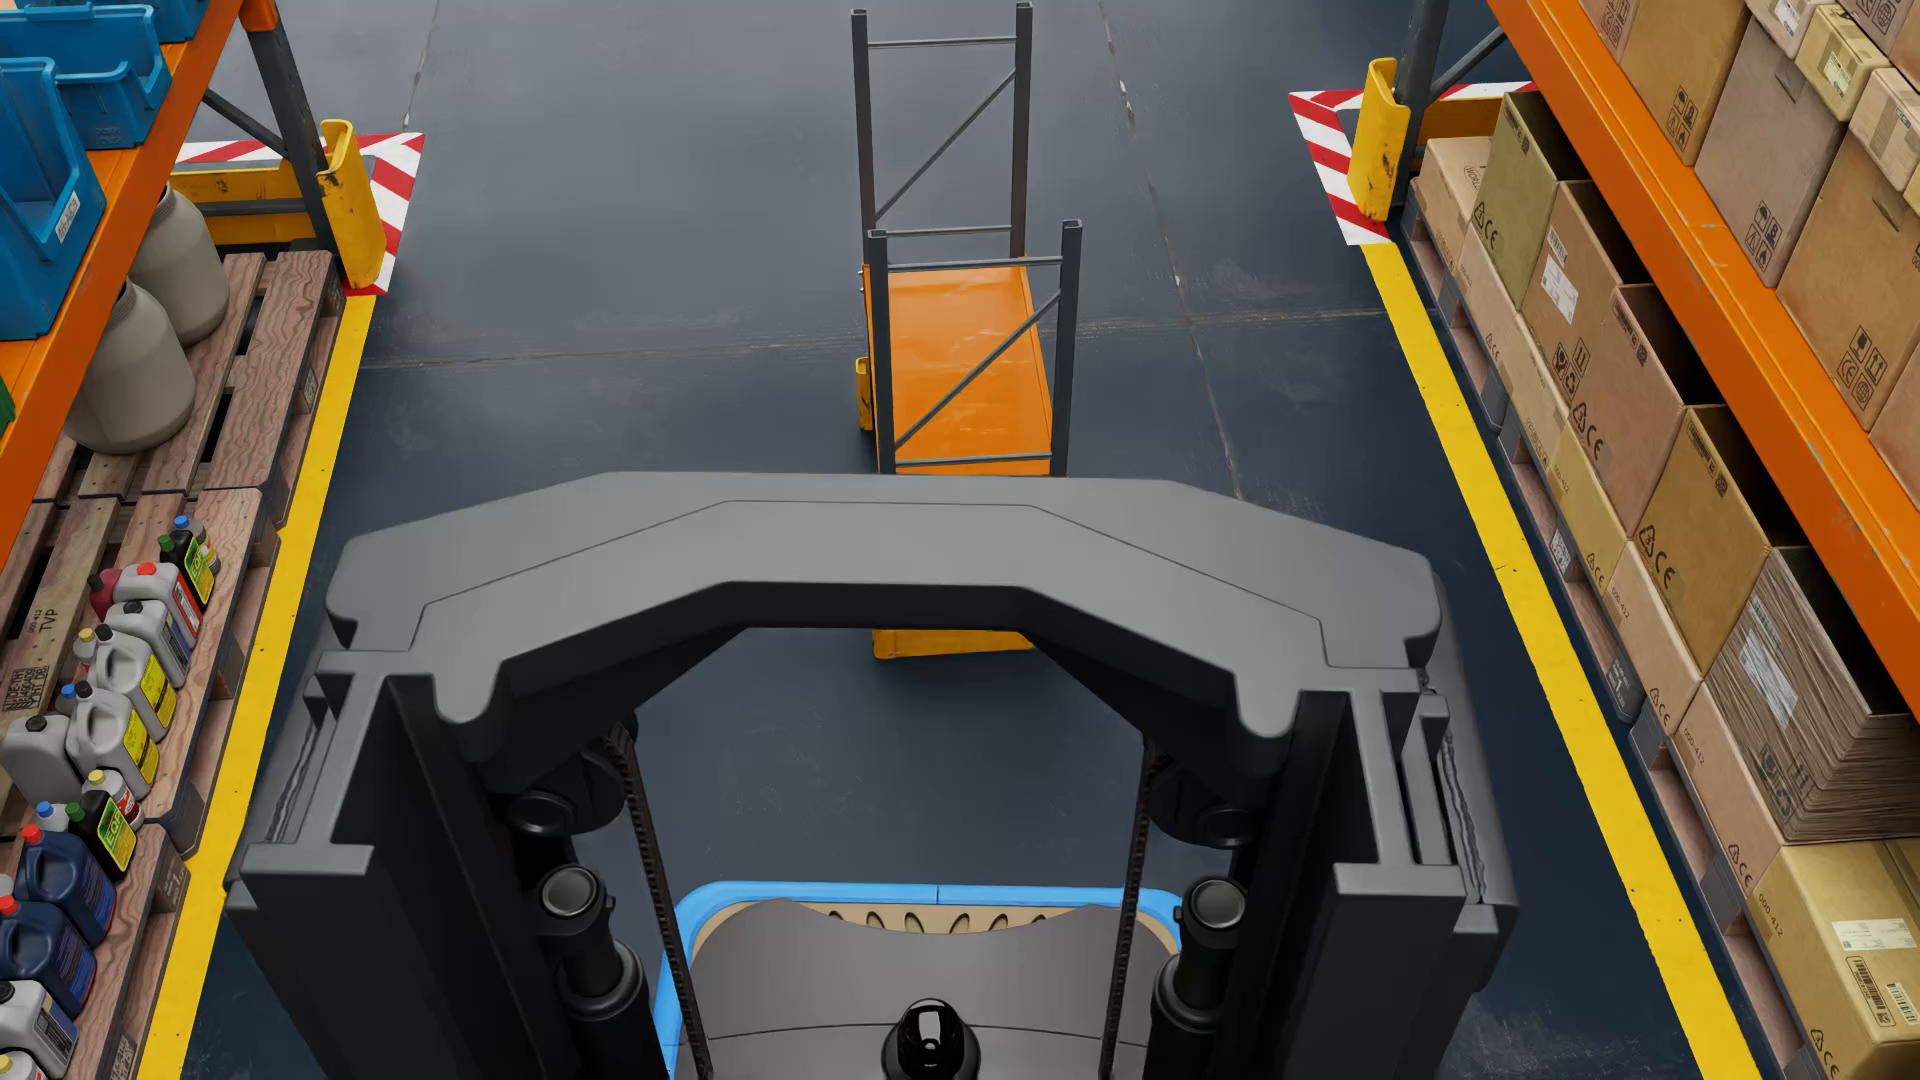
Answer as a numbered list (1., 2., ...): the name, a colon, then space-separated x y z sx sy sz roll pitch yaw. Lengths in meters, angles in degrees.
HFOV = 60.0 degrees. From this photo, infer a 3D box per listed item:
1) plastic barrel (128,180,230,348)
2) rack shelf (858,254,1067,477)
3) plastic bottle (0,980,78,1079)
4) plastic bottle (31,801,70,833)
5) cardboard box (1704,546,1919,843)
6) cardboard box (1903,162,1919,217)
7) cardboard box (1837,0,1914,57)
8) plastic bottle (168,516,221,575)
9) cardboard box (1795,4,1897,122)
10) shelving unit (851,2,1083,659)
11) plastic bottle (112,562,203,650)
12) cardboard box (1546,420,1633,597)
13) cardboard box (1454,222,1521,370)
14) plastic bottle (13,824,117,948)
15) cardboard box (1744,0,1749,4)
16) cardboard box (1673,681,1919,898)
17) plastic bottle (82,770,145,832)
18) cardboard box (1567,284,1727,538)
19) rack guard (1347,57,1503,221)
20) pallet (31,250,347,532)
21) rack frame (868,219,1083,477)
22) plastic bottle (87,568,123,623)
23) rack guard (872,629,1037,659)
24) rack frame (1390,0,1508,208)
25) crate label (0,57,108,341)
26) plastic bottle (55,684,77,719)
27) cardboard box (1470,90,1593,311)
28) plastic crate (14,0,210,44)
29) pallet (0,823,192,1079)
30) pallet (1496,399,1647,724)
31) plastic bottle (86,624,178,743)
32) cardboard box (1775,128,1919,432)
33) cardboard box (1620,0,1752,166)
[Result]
1. plastic barrel: -2.674 -0.919 5.478 0.421 0.512 0.421 0 47 0
2. rack shelf: -0.007 -0.454 4.895 0.538 0.185 1.000 -3 47 -3
3. plastic bottle: -2.115 1.089 3.726 0.152 0.276 0.135 -2 47 -2
4. plastic bottle: -2.190 0.730 4.069 0.097 0.271 0.097 0 47 0
5. cardboard box: 2.179 0.353 3.938 0.500 0.500 0.500 -3 47 -3
6. cardboard box: 2.146 -0.683 3.315 0.380 0.149 0.250 -4 47 -3
7. cardboard box: 2.296 -1.396 3.544 0.700 0.500 0.500 -3 47 -3
8. plastic bottle: -2.215 0.012 4.797 0.097 0.201 0.097 0 47 0
9. cardboard box: 2.099 -1.057 3.670 0.380 0.149 0.250 -2 47 -2
10. shelving unit: -0.006 -0.571 4.758 0.587 1.500 1.083 -3 47 -3
11. plastic bottle: -2.221 0.170 4.596 0.152 0.276 0.135 -3 47 -3
12. cardboard box: 2.078 -0.112 4.894 0.500 0.250 0.500 -3 47 -3
13. cardboard box: 1.999 -0.835 5.580 0.500 0.250 0.500 -3 47 -3
14. plastic bottle: -2.141 0.807 3.942 0.144 0.351 0.185 -5 47 -5
15. cardboard box: 2.059 -1.428 4.021 0.380 0.149 0.250 -4 47 -4
16. cardboard box: 2.177 0.611 4.210 0.500 0.250 0.500 -3 47 -3
17. plastic bottle: -2.141 0.652 4.191 0.097 0.201 0.097 0 47 0
18. cardboard box: 2.077 -0.369 4.622 0.500 0.500 0.500 -3 47 -3
19. rack guard: 2.129 -1.557 6.381 1.175 0.500 0.348 -3 47 -3
20. pallet: -2.690 -0.502 5.580 1.003 0.211 1.213 -3 47 -3
21. rack frame: 0.035 -0.210 4.416 0.500 1.500 0.032 -3 47 -3
22. plastic bottle: -2.327 0.175 4.587 0.061 0.283 0.133 -3 47 -3
23. rack guard: 0.035 0.219 4.870 0.587 0.250 0.087 -3 47 -3
24. rack frame: 2.131 -2.400 5.457 1.000 3.000 0.127 -3 47 -3
25. crate label: -2.382 -0.798 3.916 0.502 0.435 0.616 -3 47 -3
26. plastic bottle: -2.308 0.455 4.378 0.097 0.201 0.097 0 47 0
27. cardboard box: 1.998 -1.093 5.307 0.500 0.500 0.500 -3 47 -3
28. plastic crate: -2.466 -1.706 4.902 0.499 0.251 0.616 -3 47 -3
29. pallet: -2.485 1.263 3.908 1.003 0.211 1.213 -3 47 -3
30. pallet: 2.335 -0.009 5.113 1.003 0.211 1.213 -3 47 -3
31. plastic bottle: -2.192 0.364 4.360 0.144 0.351 0.185 -2 47 -2
32. cardboard box: 2.333 -0.605 3.688 0.700 0.500 0.500 -3 47 -3
33. cardboard box: 2.242 -1.356 4.400 0.700 0.500 0.500 -3 47 -3
